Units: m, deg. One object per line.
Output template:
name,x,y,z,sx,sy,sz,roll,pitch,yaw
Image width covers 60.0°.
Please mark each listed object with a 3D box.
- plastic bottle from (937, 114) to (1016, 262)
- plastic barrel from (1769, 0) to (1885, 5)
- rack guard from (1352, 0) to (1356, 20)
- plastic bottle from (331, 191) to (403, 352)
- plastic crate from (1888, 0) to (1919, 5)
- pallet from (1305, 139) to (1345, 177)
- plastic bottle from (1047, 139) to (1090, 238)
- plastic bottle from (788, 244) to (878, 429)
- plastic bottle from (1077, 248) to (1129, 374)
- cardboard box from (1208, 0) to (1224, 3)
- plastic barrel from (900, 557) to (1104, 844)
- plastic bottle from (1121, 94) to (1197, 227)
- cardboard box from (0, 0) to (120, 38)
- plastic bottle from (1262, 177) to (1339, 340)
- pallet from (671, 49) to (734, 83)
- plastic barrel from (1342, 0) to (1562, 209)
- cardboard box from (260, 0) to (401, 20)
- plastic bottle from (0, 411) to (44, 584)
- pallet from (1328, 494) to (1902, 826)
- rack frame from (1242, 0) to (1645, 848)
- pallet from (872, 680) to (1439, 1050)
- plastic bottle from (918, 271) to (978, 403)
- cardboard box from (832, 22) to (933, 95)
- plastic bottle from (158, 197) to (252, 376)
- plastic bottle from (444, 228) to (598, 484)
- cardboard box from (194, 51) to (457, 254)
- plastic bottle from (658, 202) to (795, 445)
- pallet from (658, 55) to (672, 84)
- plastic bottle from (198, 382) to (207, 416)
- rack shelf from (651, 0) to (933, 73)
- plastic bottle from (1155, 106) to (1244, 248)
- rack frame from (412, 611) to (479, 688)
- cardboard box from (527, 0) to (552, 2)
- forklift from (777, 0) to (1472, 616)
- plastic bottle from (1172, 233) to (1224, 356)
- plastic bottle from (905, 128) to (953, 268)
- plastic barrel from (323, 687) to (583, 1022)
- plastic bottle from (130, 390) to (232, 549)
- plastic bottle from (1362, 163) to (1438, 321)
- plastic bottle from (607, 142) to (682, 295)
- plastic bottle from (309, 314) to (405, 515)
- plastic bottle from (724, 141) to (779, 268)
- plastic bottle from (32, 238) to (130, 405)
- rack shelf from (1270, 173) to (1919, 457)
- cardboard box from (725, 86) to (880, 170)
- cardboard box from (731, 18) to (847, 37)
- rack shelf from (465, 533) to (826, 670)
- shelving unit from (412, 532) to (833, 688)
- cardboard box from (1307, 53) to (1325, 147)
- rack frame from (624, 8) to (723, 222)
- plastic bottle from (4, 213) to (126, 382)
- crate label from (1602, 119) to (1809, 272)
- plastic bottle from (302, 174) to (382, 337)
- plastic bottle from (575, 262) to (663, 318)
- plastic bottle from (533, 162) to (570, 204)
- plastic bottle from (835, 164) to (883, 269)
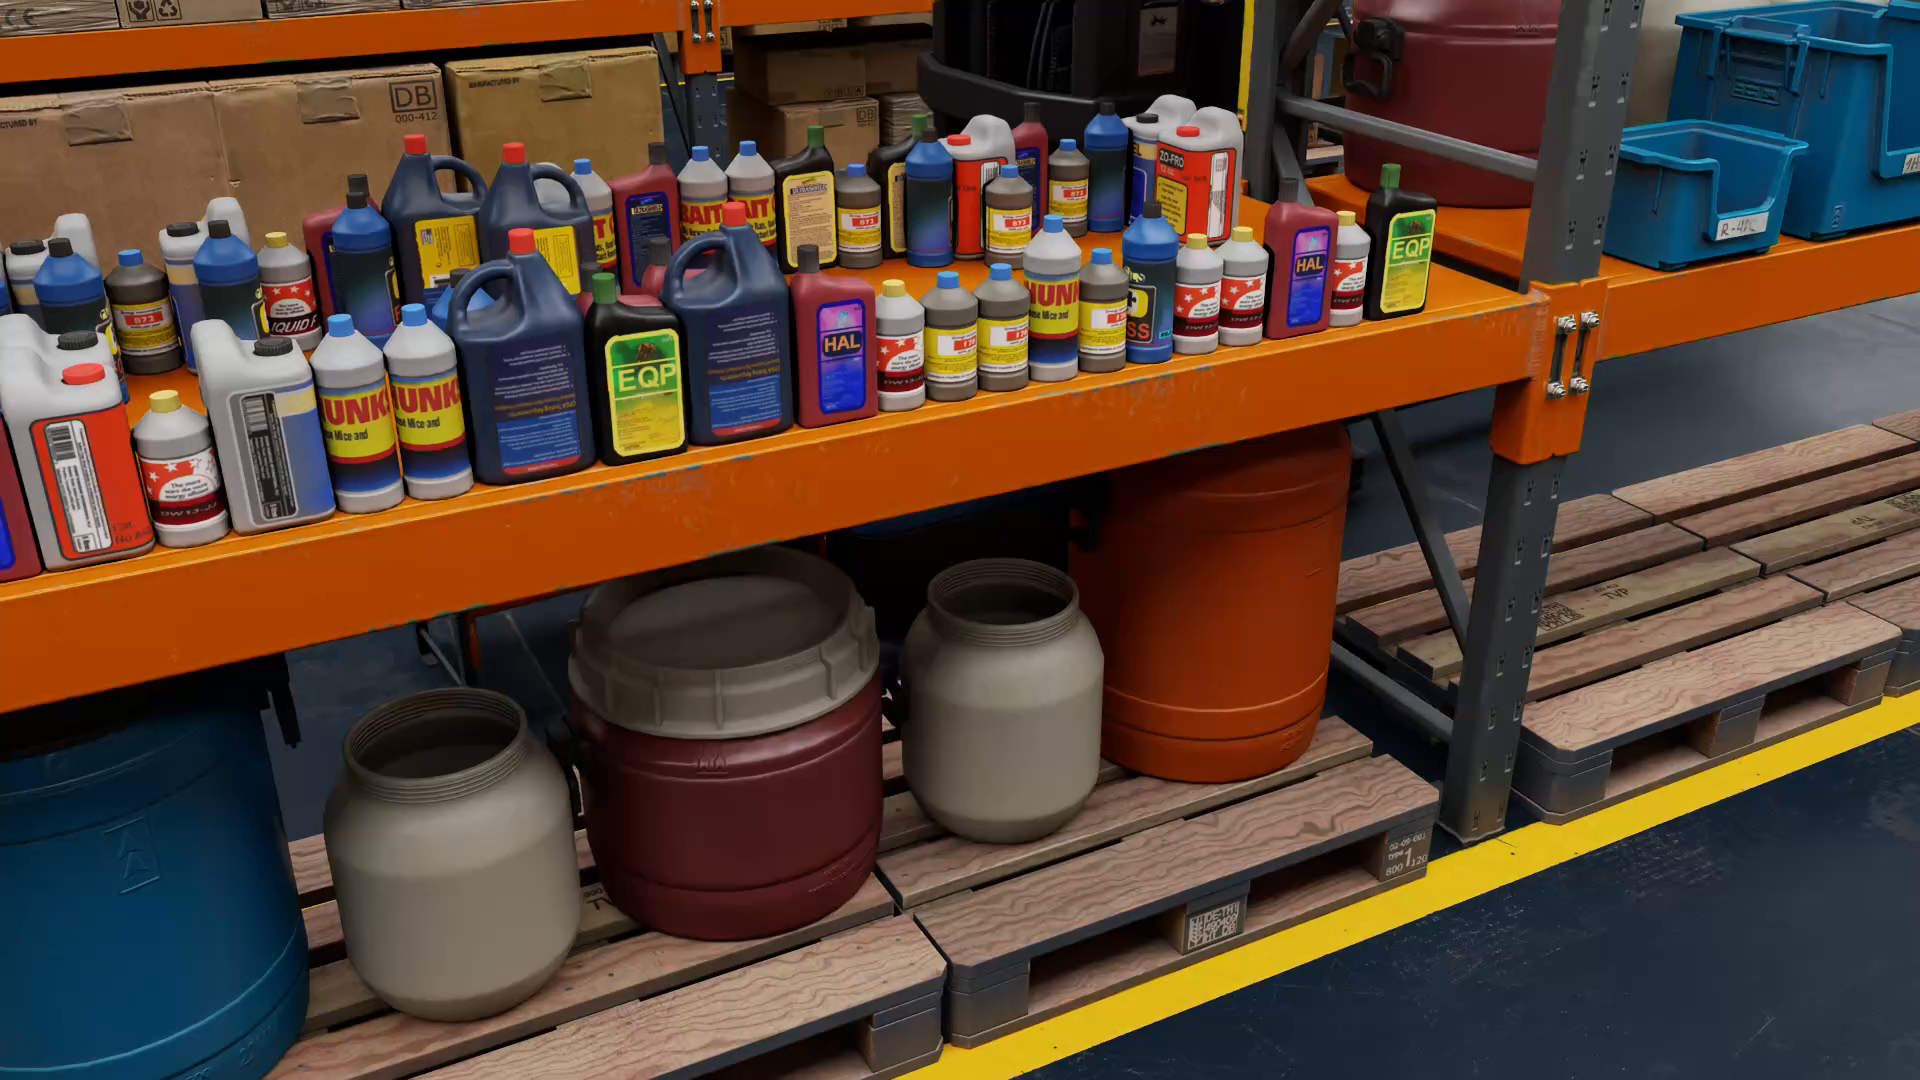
plastic bottle,0.024,-0.739,3.466,0.135,0.276,0.152,-13,29,-25
plastic barrel,2.145,-1.281,4.323,0.421,0.512,0.421,0,26,0
rack guard,3.471,-5.167,15.435,0.348,0.500,1.175,-13,29,-25
plastic bottle,-1.041,-0.474,2.921,0.097,0.271,0.097,0,26,0
plastic crate,2.536,-1.094,3.990,0.583,0.464,0.402,-13,29,-25
pallet,1.479,-2.143,9.470,1.213,0.211,1.003,-13,29,-25
plastic bottle,0.232,-0.766,3.610,0.097,0.201,0.097,0,26,0
plastic bottle,-0.198,-0.323,2.591,0.133,0.283,0.061,-13,29,-25
plastic bottle,0.239,-0.396,2.838,0.097,0.201,0.097,0,26,0
cardboard box,2.107,-5.177,14.537,0.875,0.875,0.875,-13,29,-26
plastic barrel,0.087,0.334,3.478,0.421,0.512,0.421,0,26,0
plastic bottle,0.433,-0.833,3.662,0.135,0.276,0.152,-13,29,-25
cardboard box,-3.485,-2.178,6.205,0.500,0.500,0.500,-14,29,-26
plastic bottle,0.607,-0.508,2.978,0.133,0.283,0.061,-13,29,-25
pallet,-1.803,-3.781,12.882,1.213,0.211,1.003,-13,29,-25
plastic barrel,1.233,-1.125,3.970,0.708,0.536,0.600,-13,29,-25
cardboard box,-2.582,-2.389,6.644,0.500,0.500,0.500,-14,29,-27
plastic bottle,-1.255,-0.079,2.083,0.133,0.283,0.061,-13,29,-25
pallet,1.668,0.261,4.463,1.213,0.211,1.003,-13,29,-25
rack frame,0.967,-0.853,3.562,0.127,3.000,1.000,-13,29,-25
pallet,0.290,0.580,3.798,1.213,0.211,1.003,-13,29,-25
plastic bottle,-0.019,-0.336,2.714,0.097,0.201,0.097,0,26,0
cardboard box,-0.324,-2.414,8.326,0.500,0.250,0.500,-10,27,-19
plastic bottle,-1.277,-0.438,2.841,0.135,0.276,0.152,-13,29,-25
plastic bottle,-0.639,-0.272,2.407,0.185,0.351,0.144,-13,29,-25
cardboard box,-2.773,-1.665,7.222,0.875,0.875,1.225,-13,29,-25
plastic bottle,-0.358,-0.337,2.542,0.185,0.351,0.144,-13,29,-25
pallet,-2.878,-3.535,12.368,1.213,0.211,1.003,-13,29,-25
plastic bottle,-1.029,-0.178,2.384,0.097,0.201,0.097,0,26,0
rack shelf,0.401,-2.828,8.506,4.000,0.370,1.077,-13,29,-25
plastic bottle,0.504,-0.775,3.541,0.135,0.276,0.152,-13,29,-25
rack frame,-1.360,-0.112,4.184,0.032,1.125,0.500,-15,30,-29
cardboard box,-1.683,-2.595,7.073,0.500,0.500,0.500,-12,28,-24
forklift,0.729,-1.571,5.135,3.031,2.935,1.130,-15,30,-29
plastic bottle,0.410,-0.435,2.920,0.097,0.201,0.097,0,26,0
plastic bottle,-0.062,-0.700,3.391,0.097,0.271,0.097,0,26,0
plastic barrel,-0.910,0.564,2.999,0.421,0.512,0.421,0,26,0
plastic bottle,-1.043,-0.100,2.221,0.097,0.201,0.097,0,26,0
plastic bottle,0.810,-0.555,3.076,0.133,0.283,0.061,-13,29,-25
plastic bottle,-0.608,-0.618,3.207,0.133,0.283,0.061,-13,29,-25
plastic bottle,-0.838,-0.178,2.305,0.097,0.271,0.097,0,26,0
plastic bottle,-0.412,-0.649,3.285,0.097,0.271,0.097,0,26,0
plastic bottle,-1.406,-0.345,2.652,0.097,0.271,0.097,0,26,0
rack shelf,2.731,-0.936,4.566,4.000,0.370,1.077,-13,29,-25
cardboard box,-0.782,-1.961,8.247,0.500,0.500,0.700,-15,29,-28
cardboard box,-1.438,-4.294,12.842,0.750,0.750,1.050,-13,29,-25
rack shelf,-0.931,-0.010,4.536,1.000,0.278,0.538,-15,30,-29
shelving unit,-0.931,-0.230,4.430,1.048,1.125,0.538,-15,30,-29
cardboard box,1.613,-2.514,9.401,0.500,0.500,0.700,-15,30,-29
rack frame,-1.364,-2.745,7.502,0.127,3.000,1.000,-13,29,-25
plastic bottle,-1.481,-0.391,2.742,0.135,0.276,0.152,-13,29,-25
crate label,1.515,-0.721,3.479,0.416,0.233,0.303,-13,29,-25
plastic bottle,-1.094,-0.506,2.973,0.133,0.283,0.061,-13,29,-25
plastic bottle,-0.508,-0.281,2.505,0.133,0.283,0.061,-13,29,-25
plastic bottle,-0.791,-0.550,3.074,0.135,0.276,0.152,-13,29,-25
plastic bottle,-0.209,-0.665,3.398,0.097,0.201,0.097,0,26,0
